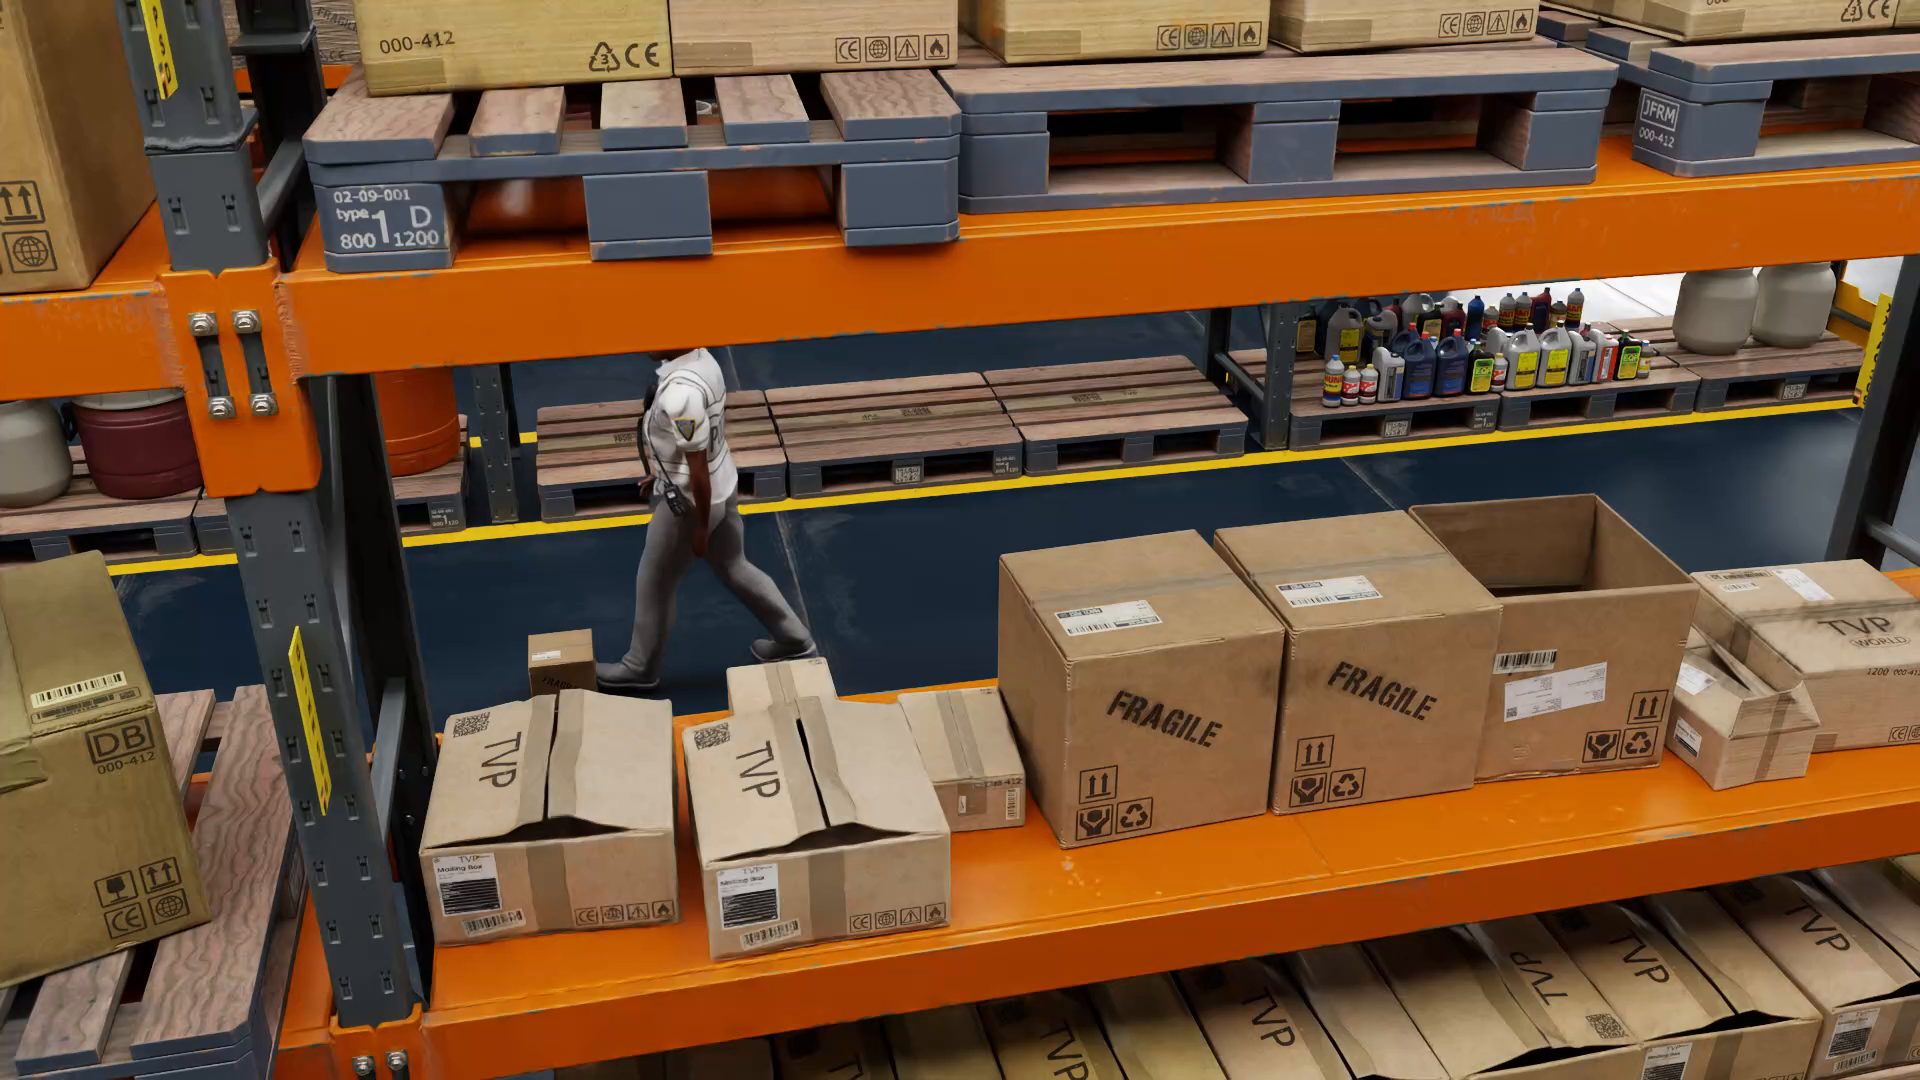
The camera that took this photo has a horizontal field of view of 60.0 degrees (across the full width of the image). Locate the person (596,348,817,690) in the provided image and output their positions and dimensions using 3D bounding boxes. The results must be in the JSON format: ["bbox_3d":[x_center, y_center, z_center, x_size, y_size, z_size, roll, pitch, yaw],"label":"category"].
[{"bbox_3d":[-1.049,-0.176,6.448,0.910,1.630,0.450,3,27,5],"label":"person"}]
